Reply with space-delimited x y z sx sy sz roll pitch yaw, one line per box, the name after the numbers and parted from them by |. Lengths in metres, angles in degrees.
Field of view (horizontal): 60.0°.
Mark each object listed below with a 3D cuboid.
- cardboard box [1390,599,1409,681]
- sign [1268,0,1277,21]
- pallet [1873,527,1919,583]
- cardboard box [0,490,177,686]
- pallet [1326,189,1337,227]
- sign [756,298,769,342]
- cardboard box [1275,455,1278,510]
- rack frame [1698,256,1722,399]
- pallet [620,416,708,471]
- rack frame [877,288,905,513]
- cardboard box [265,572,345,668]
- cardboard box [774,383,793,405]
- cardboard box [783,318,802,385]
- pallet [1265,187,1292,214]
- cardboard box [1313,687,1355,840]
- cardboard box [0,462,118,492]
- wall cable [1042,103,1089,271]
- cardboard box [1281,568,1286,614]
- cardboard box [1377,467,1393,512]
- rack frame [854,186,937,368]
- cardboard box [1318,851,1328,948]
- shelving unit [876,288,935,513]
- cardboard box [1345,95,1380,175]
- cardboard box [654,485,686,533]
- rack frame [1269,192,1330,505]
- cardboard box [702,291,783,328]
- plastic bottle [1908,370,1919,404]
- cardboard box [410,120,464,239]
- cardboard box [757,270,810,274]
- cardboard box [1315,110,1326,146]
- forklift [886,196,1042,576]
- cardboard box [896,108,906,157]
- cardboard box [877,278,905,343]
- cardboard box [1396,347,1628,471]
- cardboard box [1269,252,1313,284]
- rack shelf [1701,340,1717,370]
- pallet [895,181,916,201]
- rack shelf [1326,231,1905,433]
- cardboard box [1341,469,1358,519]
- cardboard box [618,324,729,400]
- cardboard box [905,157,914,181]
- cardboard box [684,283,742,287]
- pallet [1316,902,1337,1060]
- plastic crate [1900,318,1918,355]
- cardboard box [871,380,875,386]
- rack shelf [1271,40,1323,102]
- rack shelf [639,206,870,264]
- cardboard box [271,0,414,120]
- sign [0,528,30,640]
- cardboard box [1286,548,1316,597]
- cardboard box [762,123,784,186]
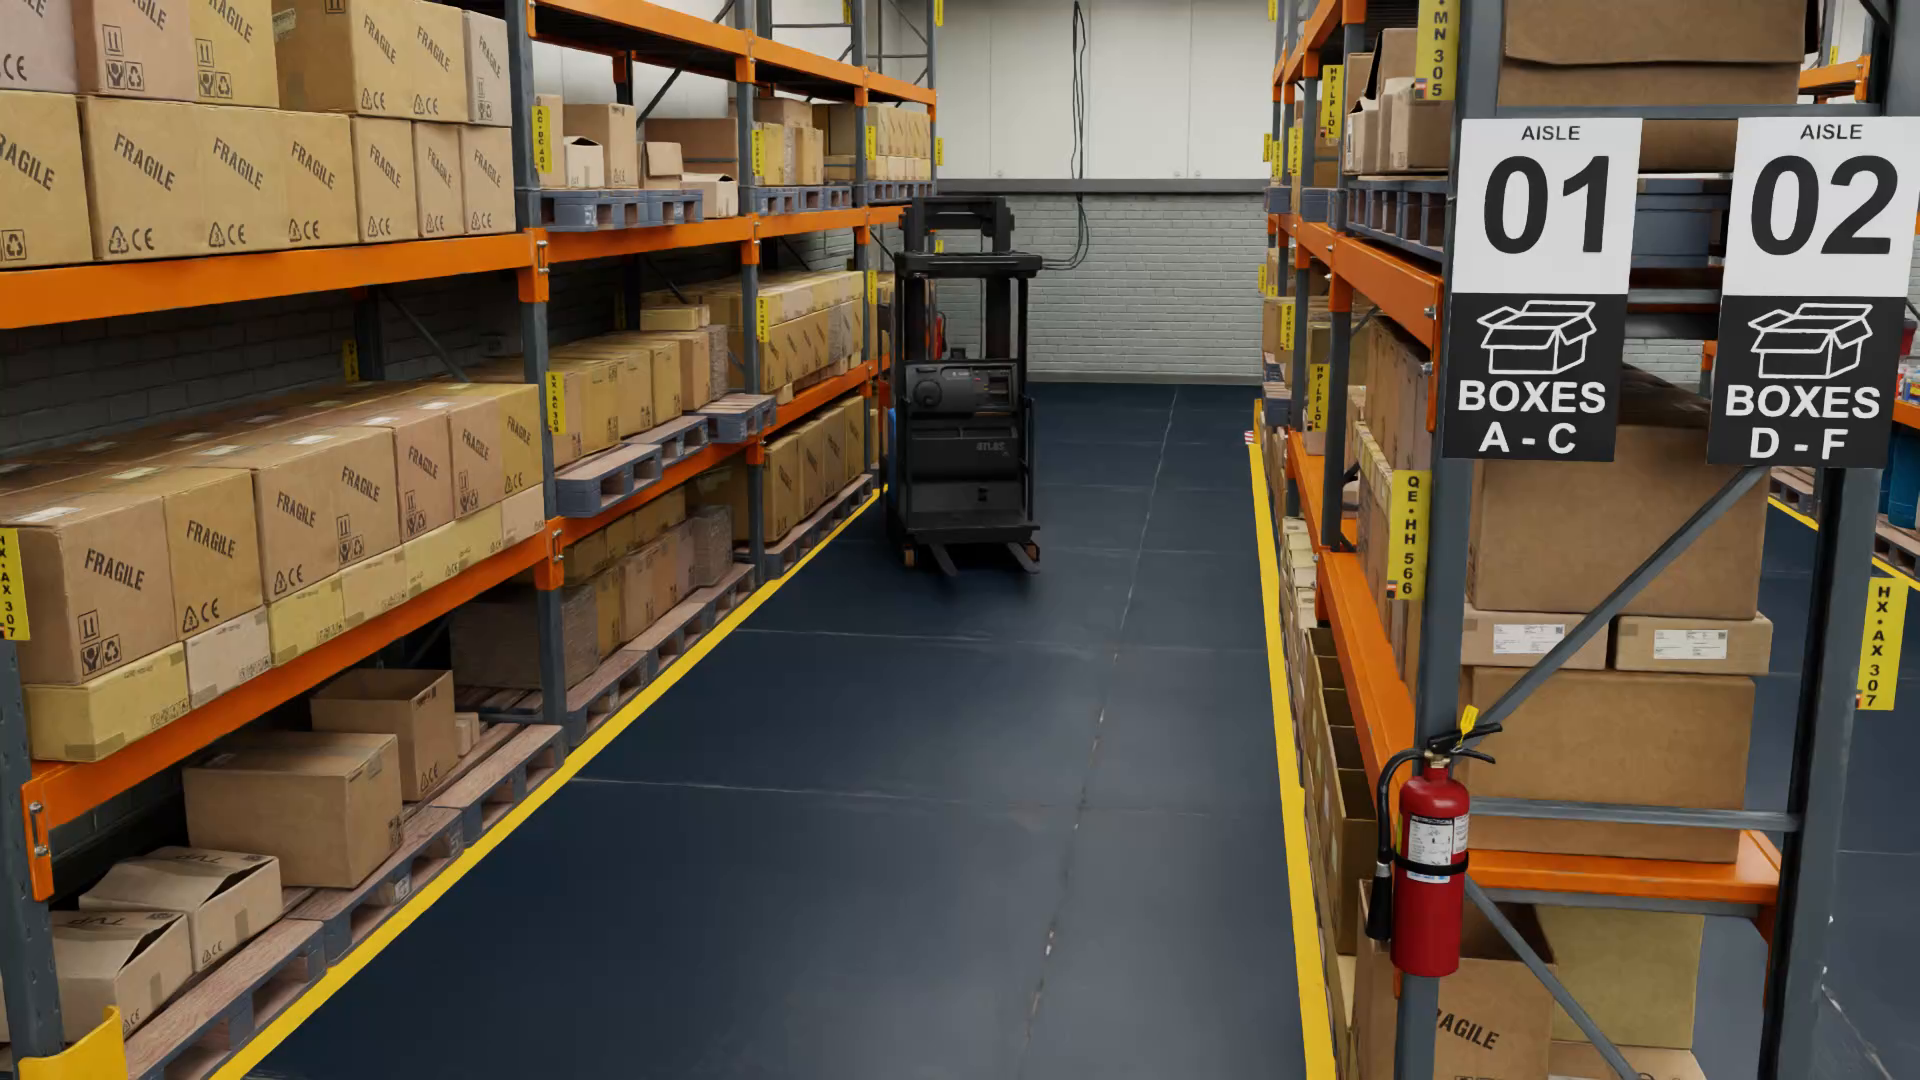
1.968 0.224 6.098 0.700 0.500 0.500 2 12 10 | cardboard box
3.572 -6.084 18.961 0.100 0.325 0.005 2 12 9 | sign
8.042 0.132 13.379 1.003 0.211 1.213 2 12 9 | pallet
-2.877 0.139 5.255 0.500 0.500 0.500 2 12 9 | cardboard box
2.693 -1.971 9.845 1.003 0.211 1.213 2 12 11 | pallet
-1.480 -1.645 12.446 0.100 0.325 0.005 2 12 9 | sign
3.023 -0.491 14.542 0.500 0.500 0.500 2 12 9 | cardboard box
9.002 -2.478 18.870 1.000 3.000 0.127 2 12 9 | rack frame
-2.281 -0.626 10.734 1.003 0.211 1.213 2 12 9 | pallet
-0.562 -1.291 15.497 0.400 2.100 0.015 -4 13 -16 | rack frame
-2.709 0.290 6.337 0.500 0.250 0.500 2 12 8 | cardboard box
-1.566 -1.186 13.426 0.380 0.149 0.250 2 12 10 | cardboard box
-1.600 -1.539 13.523 0.500 0.500 0.500 2 12 11 | cardboard box
3.167 -2.831 13.837 1.213 0.211 1.003 2 12 9 | pallet
1.729 0.926 6.827 0.500 0.500 0.500 2 12 9 | cardboard box
-3.298 0.020 5.811 0.500 0.500 0.500 2 12 9 | cardboard box
0.436 -5.379 25.464 3.097 2.526 0.112 2 12 9 | wall cable
2.431 0.369 11.189 0.500 0.250 0.500 2 12 7 | cardboard box
1.836 -0.189 6.472 0.380 0.149 0.250 2 12 7 | cardboard box
-0.787 -2.799 20.359 1.000 3.000 0.127 2 12 9 | rack frame
1.657 1.397 6.422 0.500 0.250 0.500 2 12 9 | cardboard box
-0.495 -1.241 15.268 0.431 2.100 0.503 -4 13 -16 | shelving unit
1.842 -1.629 6.693 0.500 0.311 0.500 1 12 6 | cardboard box
-2.226 -0.225 11.526 0.500 0.250 0.500 2 12 10 | cardboard box
3.493 -1.806 15.755 1.000 3.000 0.127 2 12 9 | rack frame
-1.688 -1.796 12.937 0.500 0.250 0.500 2 12 10 | cardboard box
7.717 -1.234 13.404 0.097 0.271 0.097 0 12 0 | plastic bottle
-2.556 -1.608 7.428 0.500 0.500 0.500 1 12 4 | cardboard box
-1.730 -2.449 15.968 0.500 0.250 0.500 2 12 10 | cardboard box
3.141 -3.195 13.609 0.600 0.600 0.600 1 12 6 | cardboard box
0.045 -1.280 13.476 1.130 2.935 3.031 -2 12 -7 | forklift
-0.872 -4.329 17.684 0.500 0.500 0.500 2 12 9 | cardboard box
-1.083 -2.529 18.394 0.980 0.700 0.700 1 12 6 | cardboard box
1.969 -0.418 5.996 0.700 0.500 0.500 2 12 9 | cardboard box
3.625 -2.880 18.125 0.500 0.500 0.500 2 12 9 | cardboard box
8.695 -1.710 17.014 1.077 0.370 4.000 2 12 9 | rack shelf
-1.076 -3.812 18.153 1.003 0.211 1.213 2 12 9 | pallet
1.955 -0.839 5.855 1.077 0.370 4.000 2 12 9 | rack shelf
2.217 -0.264 8.918 0.396 0.266 0.258 2 12 7 | cardboard box
-2.080 -1.299 12.120 0.700 0.500 0.500 0 12 2 | cardboard box
-0.791 -4.068 18.251 0.500 0.250 0.500 2 12 7 | cardboard box
-2.038 -2.021 13.981 0.500 0.250 0.500 2 12 7 | cardboard box
1.914 1.641 6.377 1.003 0.211 1.213 2 12 9 | pallet
8.772 -1.883 15.818 0.402 0.464 0.583 2 12 9 | plastic crate
-1.167 -1.719 18.745 0.380 0.149 0.250 2 12 9 | cardboard box
3.801 -4.802 17.131 1.077 0.370 4.000 2 12 9 | rack shelf
-1.710 -2.664 14.324 1.077 0.370 4.000 2 12 9 | rack shelf
-2.585 -1.978 6.773 0.500 0.500 0.500 1 12 7 | cardboard box
-2.711 0.126 4.732 0.100 0.325 0.005 2 12 9 | sign
2.354 0.206 10.614 0.500 0.311 0.500 2 12 7 | cardboard box
-1.872 -3.193 13.788 0.700 0.500 0.500 3 12 12 | cardboard box
